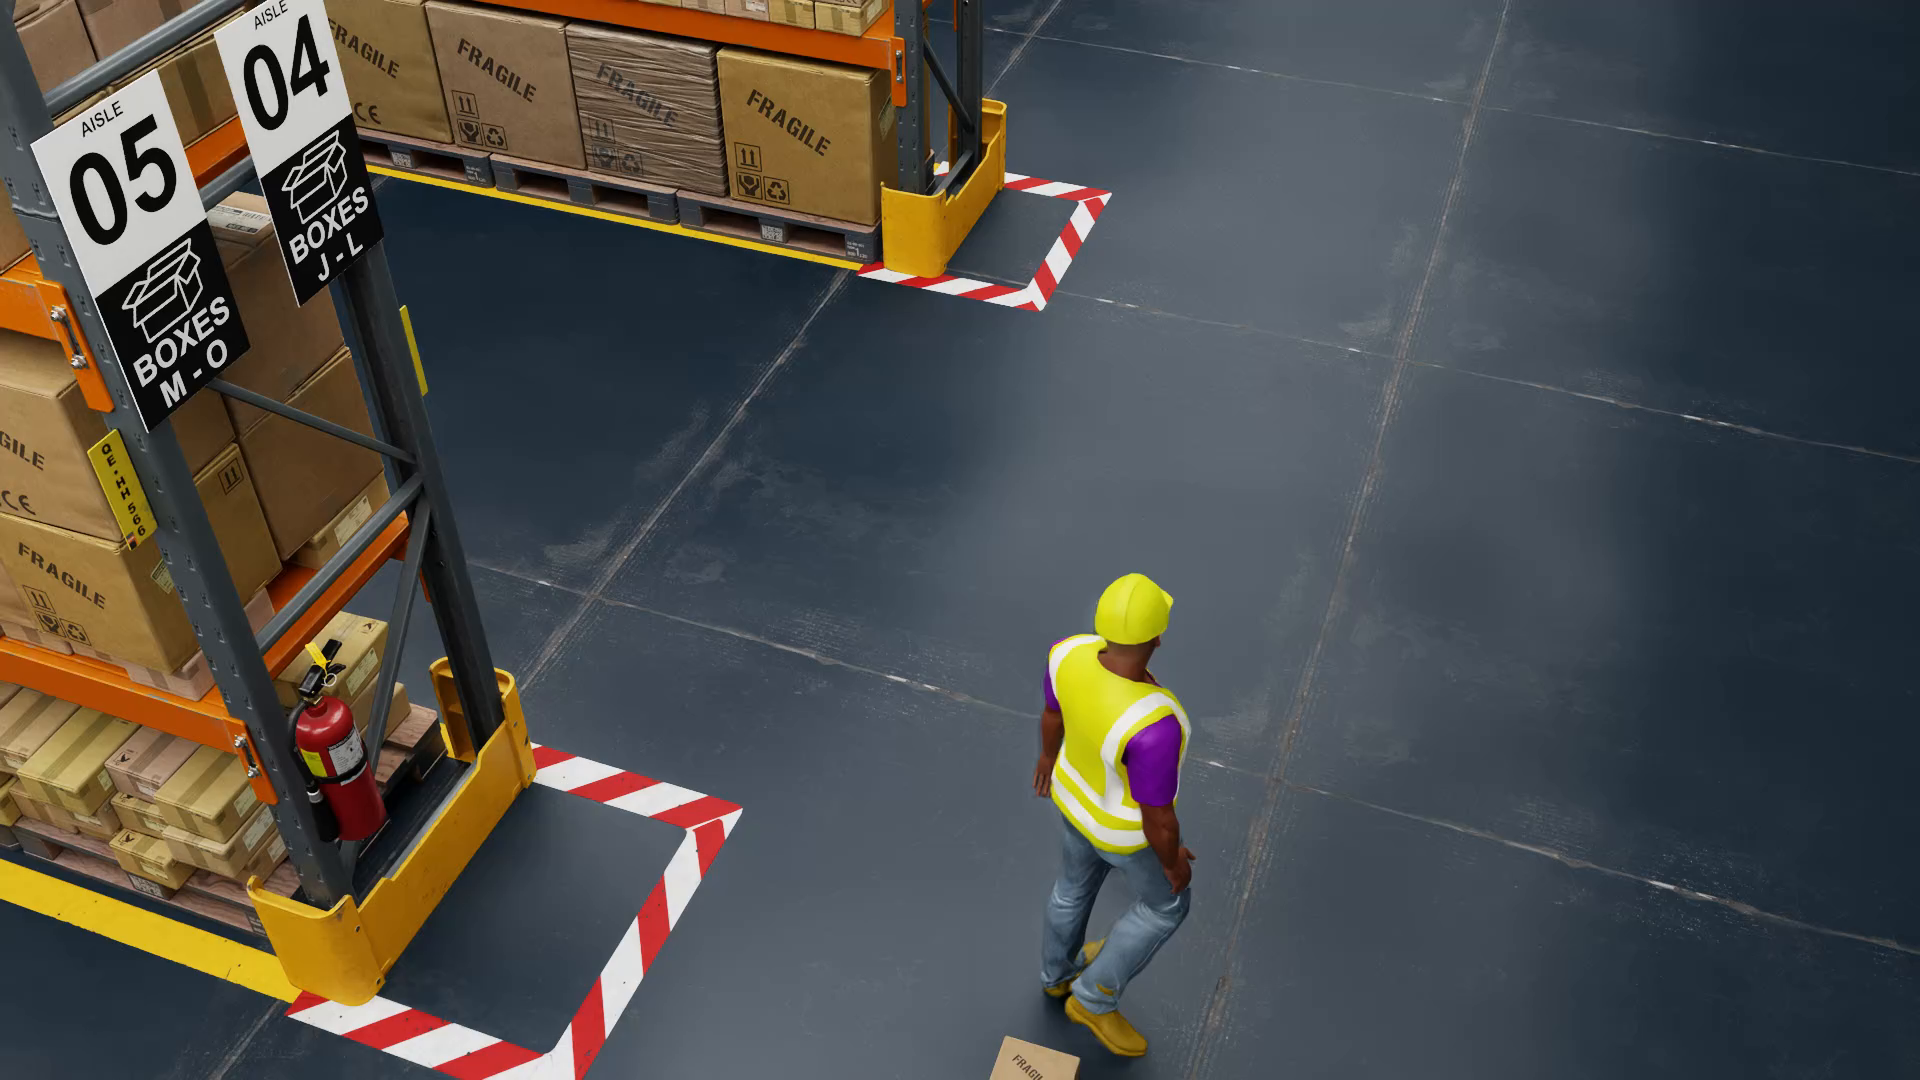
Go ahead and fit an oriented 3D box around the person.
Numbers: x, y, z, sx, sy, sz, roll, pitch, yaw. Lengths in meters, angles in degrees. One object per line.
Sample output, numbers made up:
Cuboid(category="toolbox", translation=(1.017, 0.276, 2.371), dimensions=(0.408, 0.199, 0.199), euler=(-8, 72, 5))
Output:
Cuboid(category="person", translation=(0.468, 0.849, 5.137), dimensions=(0.453, 1.758, 0.699), euler=(-23, 46, -24))
